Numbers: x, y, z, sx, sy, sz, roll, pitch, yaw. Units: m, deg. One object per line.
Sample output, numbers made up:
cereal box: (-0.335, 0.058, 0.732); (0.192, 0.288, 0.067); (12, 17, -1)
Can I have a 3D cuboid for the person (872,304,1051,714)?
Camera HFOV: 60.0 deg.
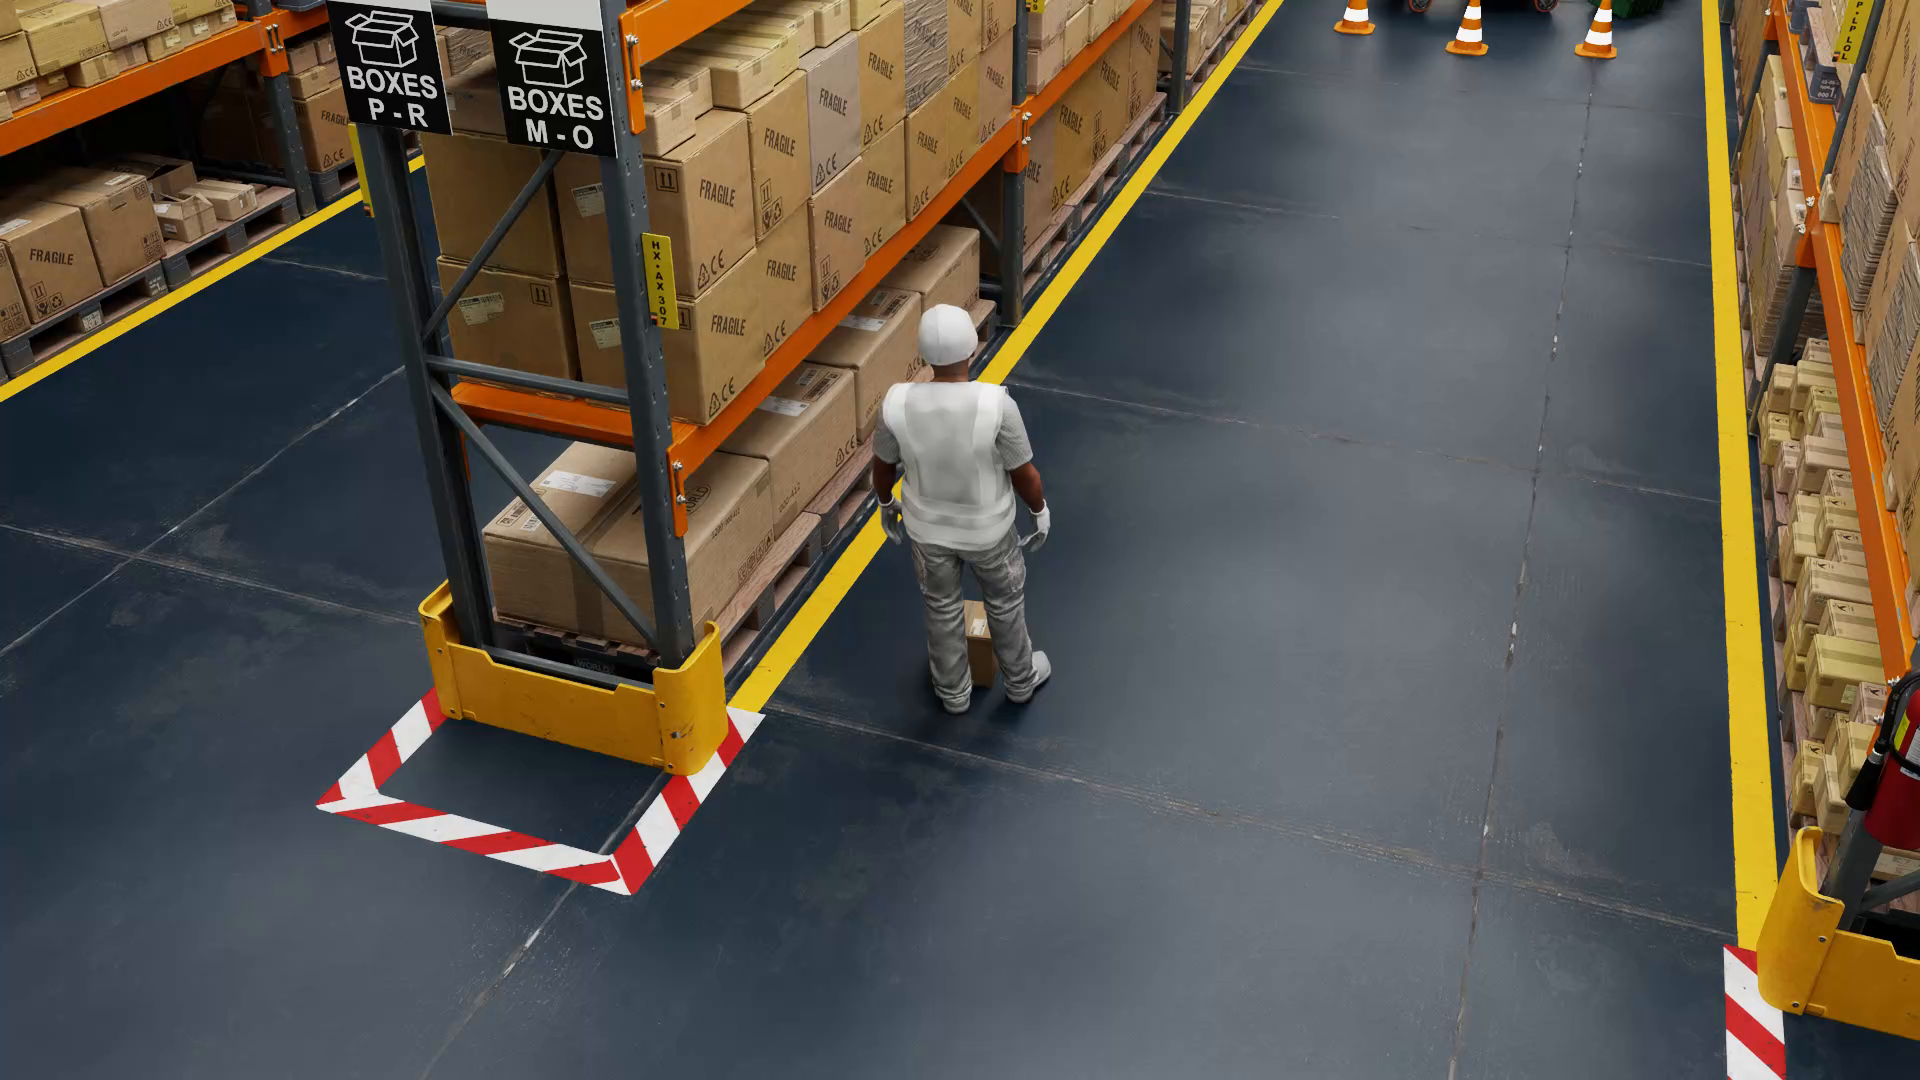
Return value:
person: (0.021, -0.117, 6.285); (0.656, 1.785, 0.575); (7, 34, 11)
